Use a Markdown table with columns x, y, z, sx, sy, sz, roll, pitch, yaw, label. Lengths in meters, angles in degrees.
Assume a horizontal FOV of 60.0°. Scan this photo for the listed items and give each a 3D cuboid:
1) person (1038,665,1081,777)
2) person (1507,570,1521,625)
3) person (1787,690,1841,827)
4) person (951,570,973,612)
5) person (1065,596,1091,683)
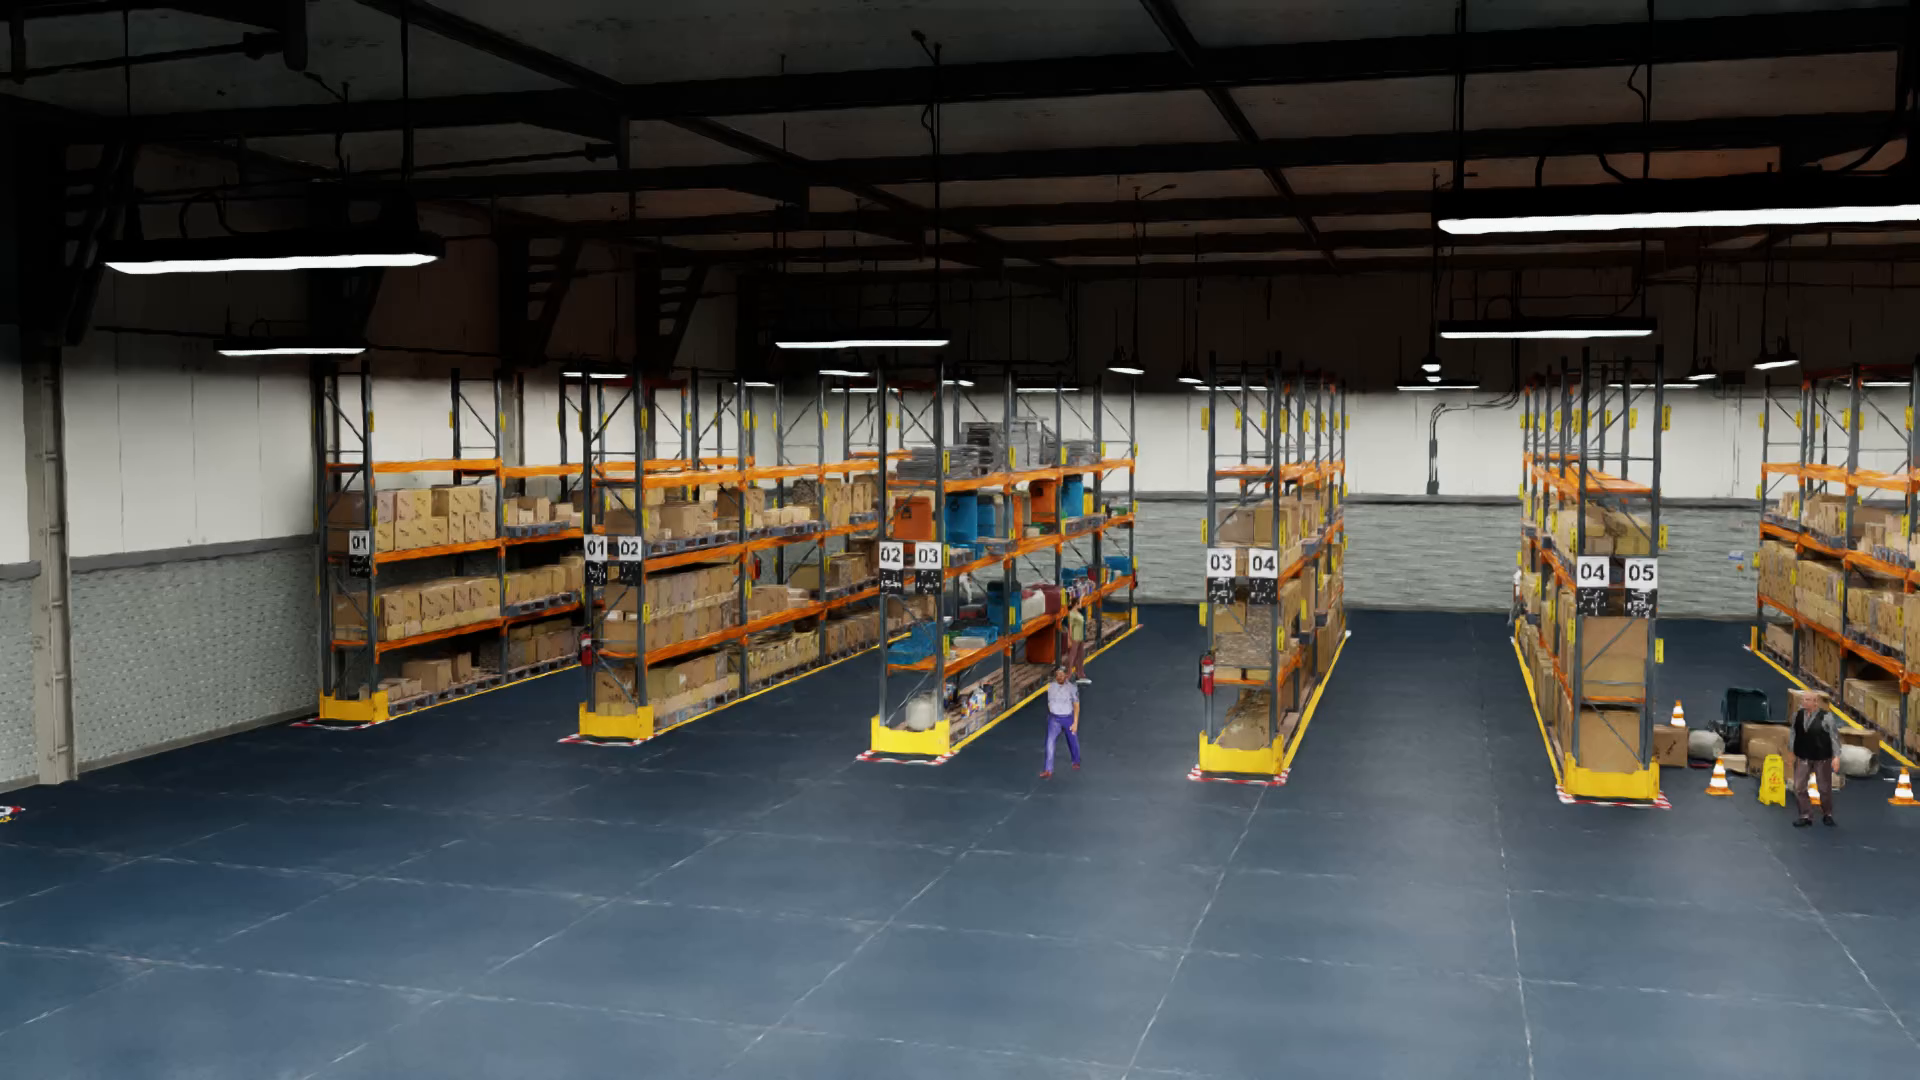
| x | y | z | sx | sy | sz | roll | pitch | yaw | label |
| --- | --- | --- | --- | --- | --- | --- | --- | --- | --- |
| 1.452 | 2.530 | 23.437 | 0.481 | 1.565 | 1.094 | 1 | 4 | 19 | person |
| 13.656 | 1.311 | 40.384 | 0.490 | 1.622 | 0.938 | -1 | 4 | -7 | person |
| 10.604 | 2.693 | 20.607 | 0.590 | 1.703 | 0.626 | -3 | 5 | -40 | person |
| 0.060 | 1.095 | 43.451 | 0.655 | 1.607 | 0.767 | 0 | 4 | -4 | person |
| 2.201 | 1.904 | 31.601 | 0.459 | 1.673 | 0.586 | 2 | 4 | 21 | person |
